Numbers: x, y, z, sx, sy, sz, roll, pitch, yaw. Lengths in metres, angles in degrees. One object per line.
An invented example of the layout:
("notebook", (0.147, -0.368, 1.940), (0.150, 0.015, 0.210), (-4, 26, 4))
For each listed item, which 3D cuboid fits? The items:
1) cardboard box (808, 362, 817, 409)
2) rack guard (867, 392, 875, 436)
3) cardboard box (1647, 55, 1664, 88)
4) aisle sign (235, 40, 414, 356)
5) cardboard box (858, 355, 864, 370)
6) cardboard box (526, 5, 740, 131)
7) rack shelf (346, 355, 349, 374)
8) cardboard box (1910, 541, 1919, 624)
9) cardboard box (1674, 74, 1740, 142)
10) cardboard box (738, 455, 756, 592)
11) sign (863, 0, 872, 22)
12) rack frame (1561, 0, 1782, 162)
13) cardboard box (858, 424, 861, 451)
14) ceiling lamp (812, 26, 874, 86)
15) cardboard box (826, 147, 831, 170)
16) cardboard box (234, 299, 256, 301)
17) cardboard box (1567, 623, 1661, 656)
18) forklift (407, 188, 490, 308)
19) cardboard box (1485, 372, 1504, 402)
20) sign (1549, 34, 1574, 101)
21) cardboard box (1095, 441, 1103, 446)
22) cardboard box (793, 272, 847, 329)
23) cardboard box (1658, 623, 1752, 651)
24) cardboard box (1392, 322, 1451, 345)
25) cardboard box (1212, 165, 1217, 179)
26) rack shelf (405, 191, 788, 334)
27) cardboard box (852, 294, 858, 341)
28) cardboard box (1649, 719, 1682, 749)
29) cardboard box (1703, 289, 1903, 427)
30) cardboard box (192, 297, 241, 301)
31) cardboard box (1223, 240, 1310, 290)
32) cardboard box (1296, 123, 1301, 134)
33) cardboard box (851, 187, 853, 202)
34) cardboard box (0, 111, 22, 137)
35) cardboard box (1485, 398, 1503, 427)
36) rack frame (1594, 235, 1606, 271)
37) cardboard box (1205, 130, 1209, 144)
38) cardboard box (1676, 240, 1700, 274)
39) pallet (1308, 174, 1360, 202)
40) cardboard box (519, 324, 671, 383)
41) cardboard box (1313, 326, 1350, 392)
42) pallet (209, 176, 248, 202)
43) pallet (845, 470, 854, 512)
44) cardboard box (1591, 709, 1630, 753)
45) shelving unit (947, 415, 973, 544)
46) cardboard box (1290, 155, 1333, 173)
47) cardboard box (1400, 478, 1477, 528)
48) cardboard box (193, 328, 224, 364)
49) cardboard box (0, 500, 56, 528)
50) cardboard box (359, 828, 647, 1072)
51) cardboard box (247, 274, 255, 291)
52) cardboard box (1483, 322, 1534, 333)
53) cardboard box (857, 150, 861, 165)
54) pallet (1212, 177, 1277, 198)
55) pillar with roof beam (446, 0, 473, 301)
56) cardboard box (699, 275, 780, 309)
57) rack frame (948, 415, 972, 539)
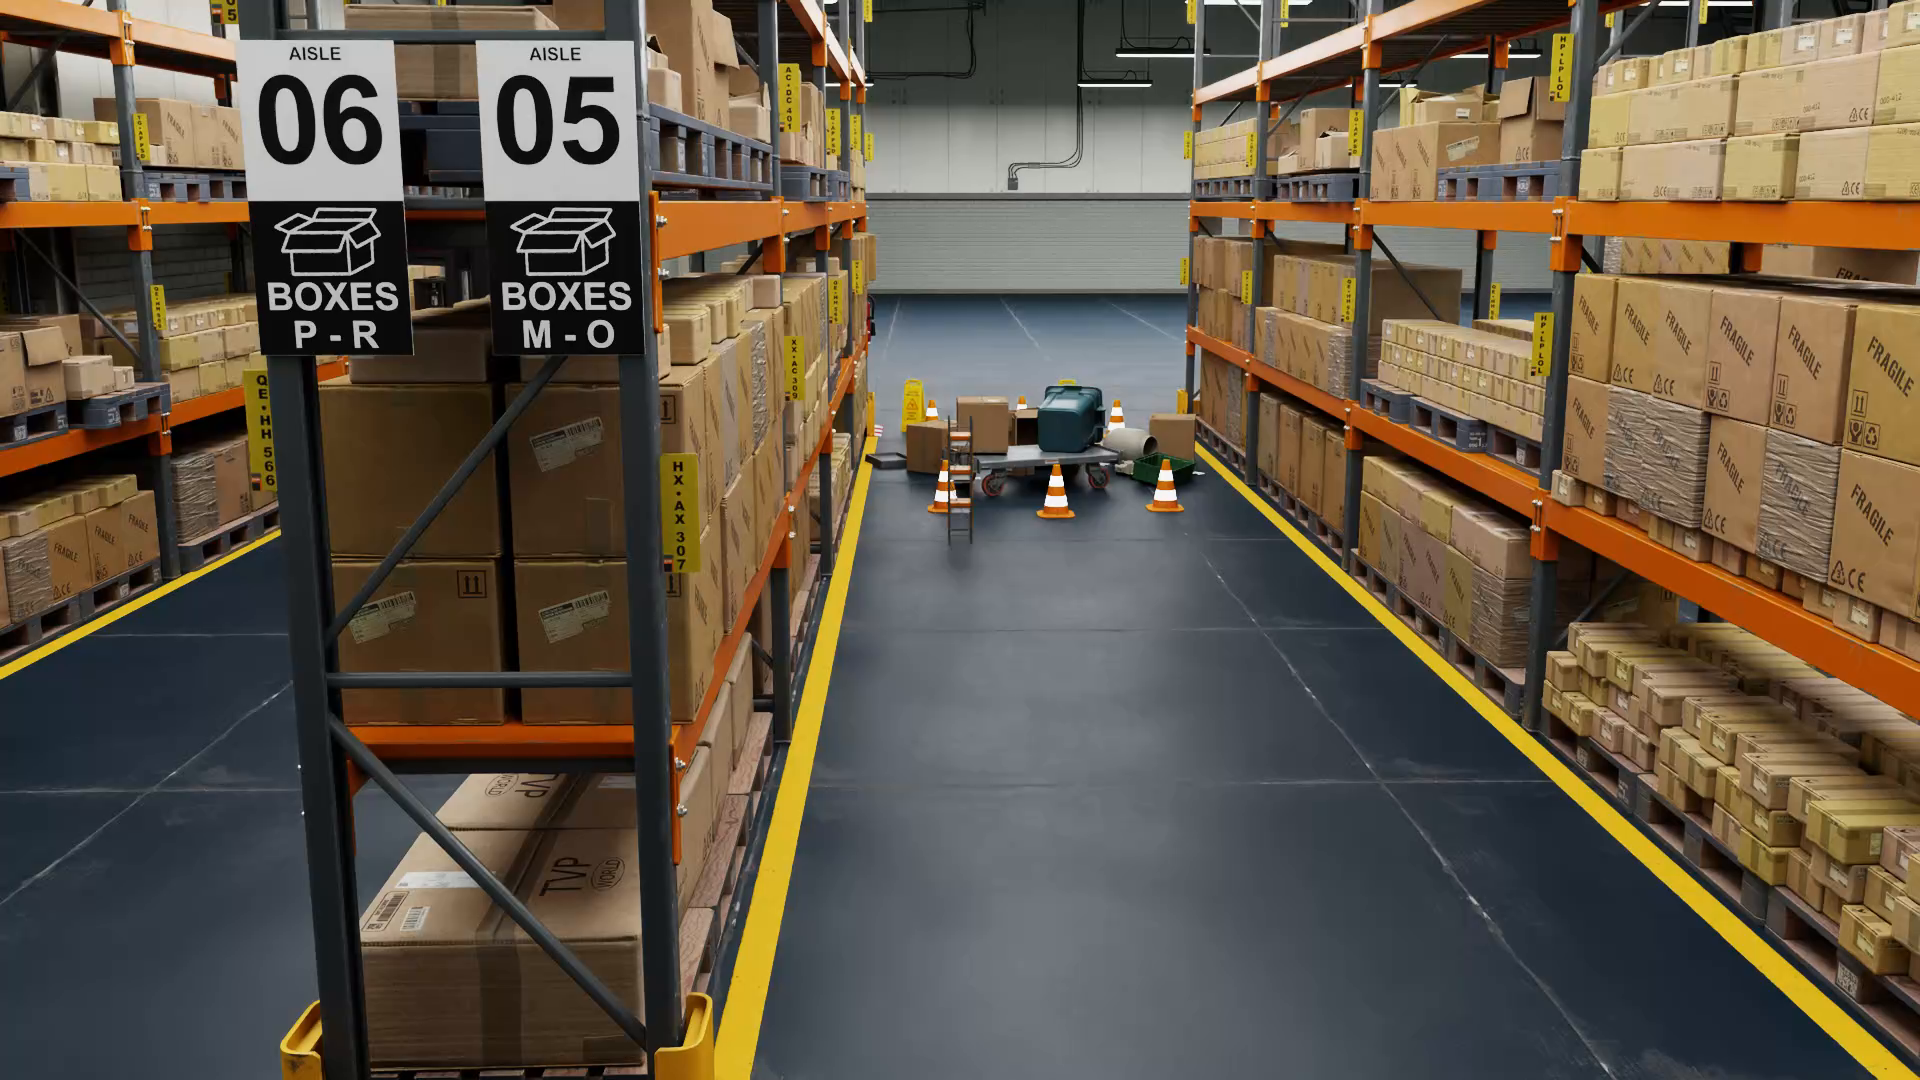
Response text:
("cardboard box", (-1.155, -0.967, 10.401), (0.500, 0.250, 0.500), (-1, 11, -3))
("rack guard", (-1.639, -1.548, 20.430), (1.175, 0.500, 0.348), (0, 11, -1))
("cardboard box", (3.353, -2.117, 7.523), (0.380, 0.149, 0.250), (0, 11, -2))
("aisle sign", (-1.618, -0.866, 4.244), (0.394, 0.787, 0.004), (0, 11, -1))
("cardboard box", (-1.282, -1.998, 18.706), (0.380, 0.149, 0.250), (0, 11, 1))
("cardboard box", (-1.332, -1.910, 6.817), (0.797, 0.503, 0.637), (1, 11, 3))
("rack shelf", (-6.561, -2.017, 18.264), (1.077, 0.370, 4.000), (0, 11, -1))
("cardboard box", (3.371, 0.069, 5.174), (0.500, 0.500, 0.500), (0, 11, 0))
("cardboard box", (3.327, -1.789, 6.906), (0.500, 0.250, 0.500), (0, 11, 0))
("cardboard box", (-1.090, -0.054, 6.529), (0.500, 0.500, 0.500), (0, 11, 1))
("sign", (-1.085, -6.261, 19.542), (0.100, 0.325, 0.005), (0, 11, -1))
("rack frame", (3.555, -3.383, 8.101), (1.000, 3.000, 0.127), (0, 11, -1))
("cardboard box", (-1.322, -1.075, 17.675), (0.500, 0.250, 0.500), (0, 11, 2))
("ceiling lamp", (-3.281, -13.640, 43.979), (2.000, 3.185, 0.800), (0, 11, -1))
("cardboard box", (-1.386, -3.278, 14.447), (0.500, 0.250, 0.500), (0, 11, 0))
("cardboard box", (-6.234, -2.067, 14.822), (0.380, 0.149, 0.250), (-1, 11, -3))
("cardboard box", (3.355, 0.526, 8.538), (0.380, 0.149, 0.250), (0, 11, 1))
("forklift", (-3.824, -1.377, 13.475), (3.031, 2.935, 1.130), (7, 14, 33))
("cardboard box", (3.330, -0.906, 9.806), (0.380, 0.149, 0.250), (-1, 11, -3))
("sign", (3.000, -2.356, 8.294), (0.100, 0.325, 0.005), (0, 11, -1))
("cardboard box", (1.512, -1.027, 18.455), (0.396, 0.266, 0.258), (2, 12, 9))
("cardboard box", (-1.307, -2.204, 15.322), (0.500, 0.500, 0.500), (0, 11, -1))
("cardboard box", (3.822, 0.527, 8.537), (0.380, 0.149, 0.250), (0, 11, 0))
("cardboard box", (3.296, -1.466, 11.821), (0.380, 0.149, 0.250), (-1, 11, -3))
("cardboard box", (3.019, -4.110, 18.551), (0.380, 0.149, 0.250), (0, 11, -2))
("rack shelf", (-1.351, -1.122, 6.312), (1.077, 0.370, 4.000), (0, 11, -1))
("cardboard box", (-1.288, -2.276, 16.734), (0.500, 0.500, 0.500), (0, 11, -1))
("cardboard box", (3.363, 0.883, 7.529), (0.380, 0.149, 0.250), (0, 11, 1))
("cardboard box", (3.335, -0.732, 6.606), (0.500, 0.500, 0.500), (-1, 11, -3))
("cardboard box", (-6.744, -2.114, 15.051), (0.380, 0.149, 0.250), (0, 11, -2))
("cardboard box", (3.396, -3.031, 18.363), (0.875, 0.550, 0.500), (0, 11, -1))
("cardboard box", (3.705, -4.251, 17.242), (0.380, 0.149, 0.250), (0, 11, -2))
("cardboard box", (-1.266, -3.455, 16.632), (0.380, 0.149, 0.250), (0, 11, -1))
("cardboard box", (-6.108, -2.589, 10.359), (0.380, 0.149, 0.250), (0, 11, -1))
("cardboard box", (3.334, -0.755, 9.810), (0.380, 0.149, 0.250), (-1, 11, -4))
("rack frame", (8.268, -2.828, 20.457), (1.000, 3.000, 0.127), (0, 11, -1))
("cardboard box", (3.010, -4.602, 18.974), (0.380, 0.149, 0.250), (0, 11, -1))
("cardboard box", (8.045, -3.005, 17.814), (0.500, 0.500, 0.500), (0, 11, -1))
("pallet", (3.406, -2.743, 12.967), (1.213, 0.211, 1.003), (0, 11, 1))
("cardboard box", (-1.040, -0.536, 4.758), (0.380, 0.149, 0.250), (0, 11, 0))
("cardboard box", (3.185, -1.475, 13.531), (0.500, 0.500, 0.500), (0, 11, -1))
("pallet", (-6.567, -2.911, 13.793), (1.003, 0.211, 1.213), (0, 11, 1))
("pallet", (-1.540, -0.471, 15.851), (1.003, 0.211, 1.213), (0, 11, -1))
("cardboard box", (3.304, 0.924, 8.072), (0.380, 0.149, 0.250), (0, 11, -1))
("shelving unit", (0.001, -0.504, 13.902), (0.215, 1.050, 0.252), (0, 11, -1))
("cardboard box", (3.158, -3.355, 14.833), (0.380, 0.149, 0.250), (0, 11, -1))
("cardboard box", (3.252, -0.249, 11.086), (0.500, 0.250, 0.500), (0, 11, -1))
("cardboard box", (-6.212, -1.537, 13.209), (0.500, 0.250, 0.500), (0, 11, 1))
("cardboard box", (-6.210, -0.169, 10.947), (0.380, 0.149, 0.250), (0, 11, -2))
("cardboard box", (-1.423, 1.312, 5.436), (0.875, 0.438, 0.875), (-1, 11, -3))
("cardboard box", (-6.829, -2.546, 16.435), (0.380, 0.149, 0.250), (0, 11, -1))
("cardboard box", (3.943, -1.467, 11.824), (0.380, 0.149, 0.250), (0, 11, -2))
("cardboard box", (-1.273, -4.155, 18.076), (0.380, 0.149, 0.250), (0, 11, 0))
("pallet", (3.361, -3.864, 18.241), (1.003, 0.211, 1.213), (0, 11, -1))
("pillar with roof beam", (-3.309, -6.775, 24.821), (9.100, 9.000, 0.400), (0, 11, -1))
("cardboard box", (-1.068, -1.199, 8.029), (0.380, 0.149, 0.250), (0, 11, -2))
("rack frame", (-0.001, -0.528, 14.022), (0.200, 1.050, 0.008), (0, 11, -1))
